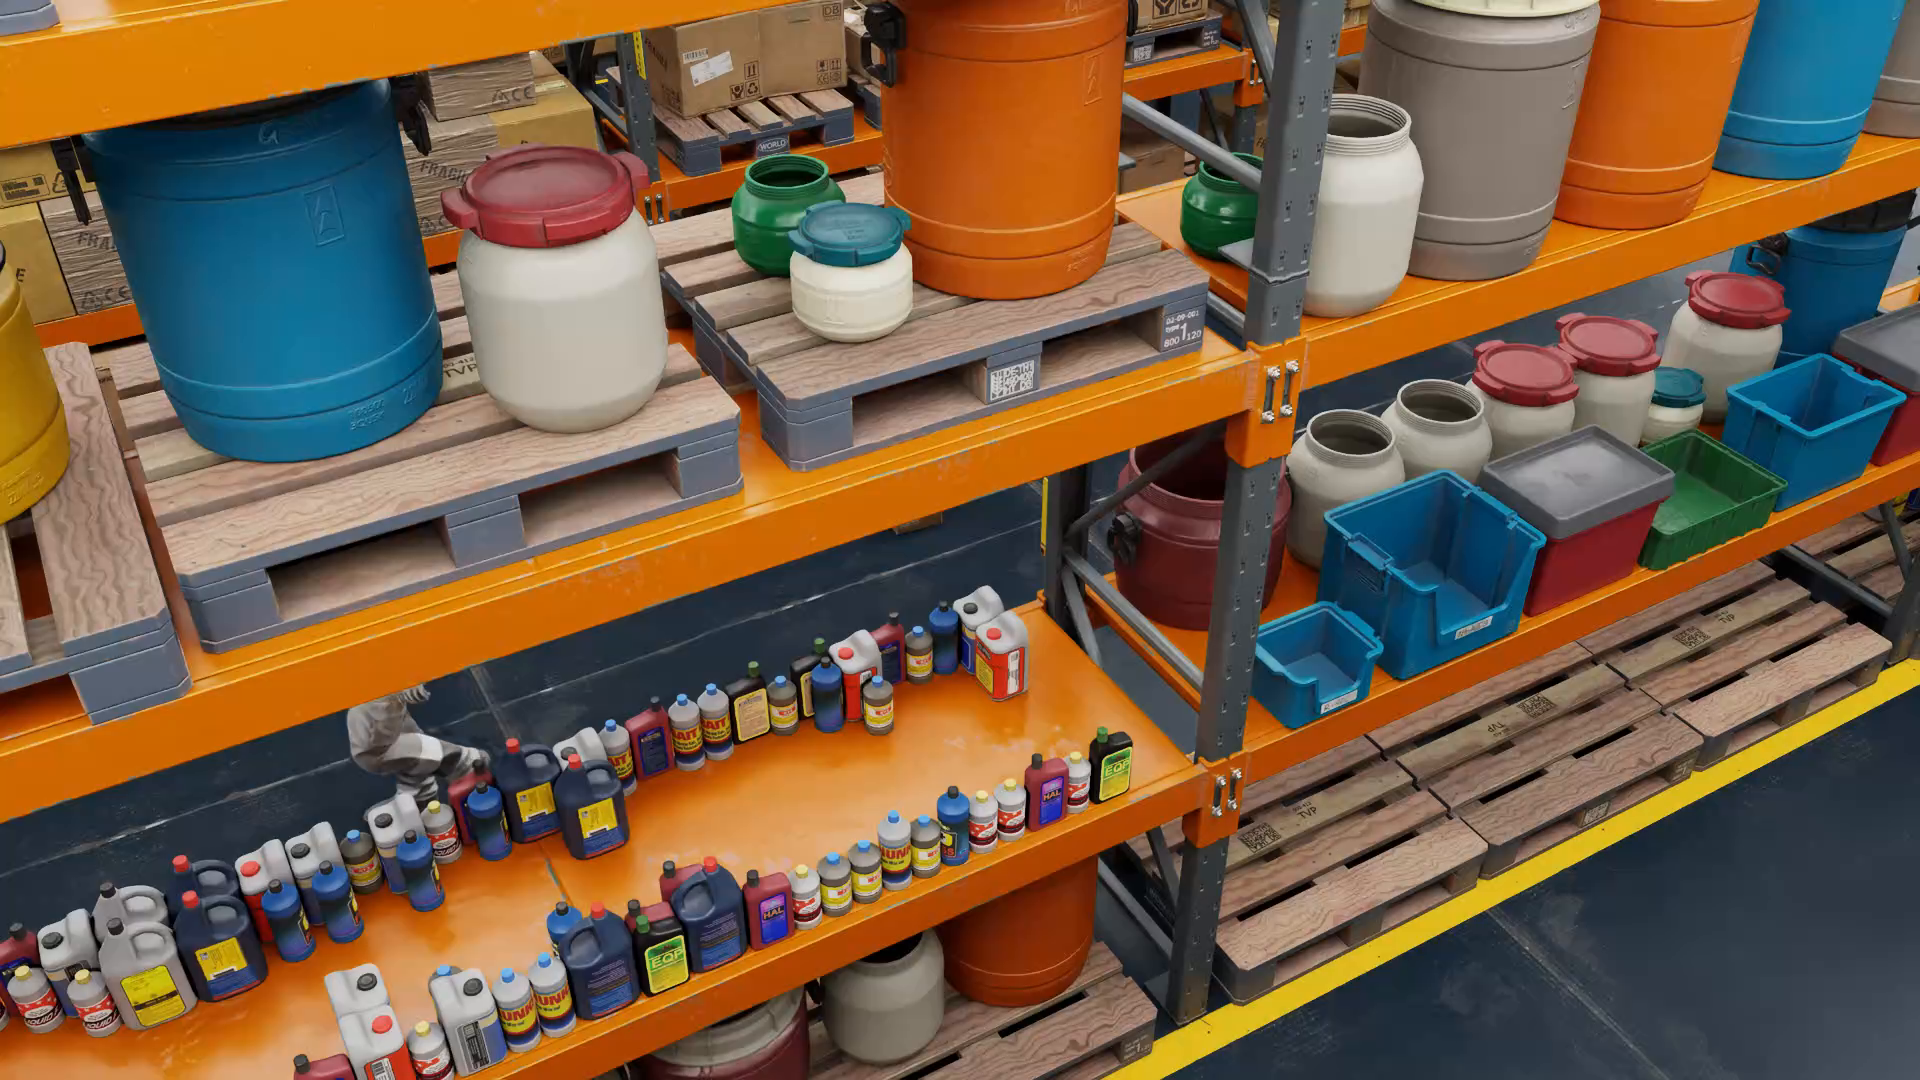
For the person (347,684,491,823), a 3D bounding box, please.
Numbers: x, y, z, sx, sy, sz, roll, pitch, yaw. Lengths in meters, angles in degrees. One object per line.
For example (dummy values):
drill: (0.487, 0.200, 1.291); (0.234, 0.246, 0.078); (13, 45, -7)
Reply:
person: (-2.180, 0.394, 6.334); (0.514, 1.782, 0.539); (-20, 41, -25)
